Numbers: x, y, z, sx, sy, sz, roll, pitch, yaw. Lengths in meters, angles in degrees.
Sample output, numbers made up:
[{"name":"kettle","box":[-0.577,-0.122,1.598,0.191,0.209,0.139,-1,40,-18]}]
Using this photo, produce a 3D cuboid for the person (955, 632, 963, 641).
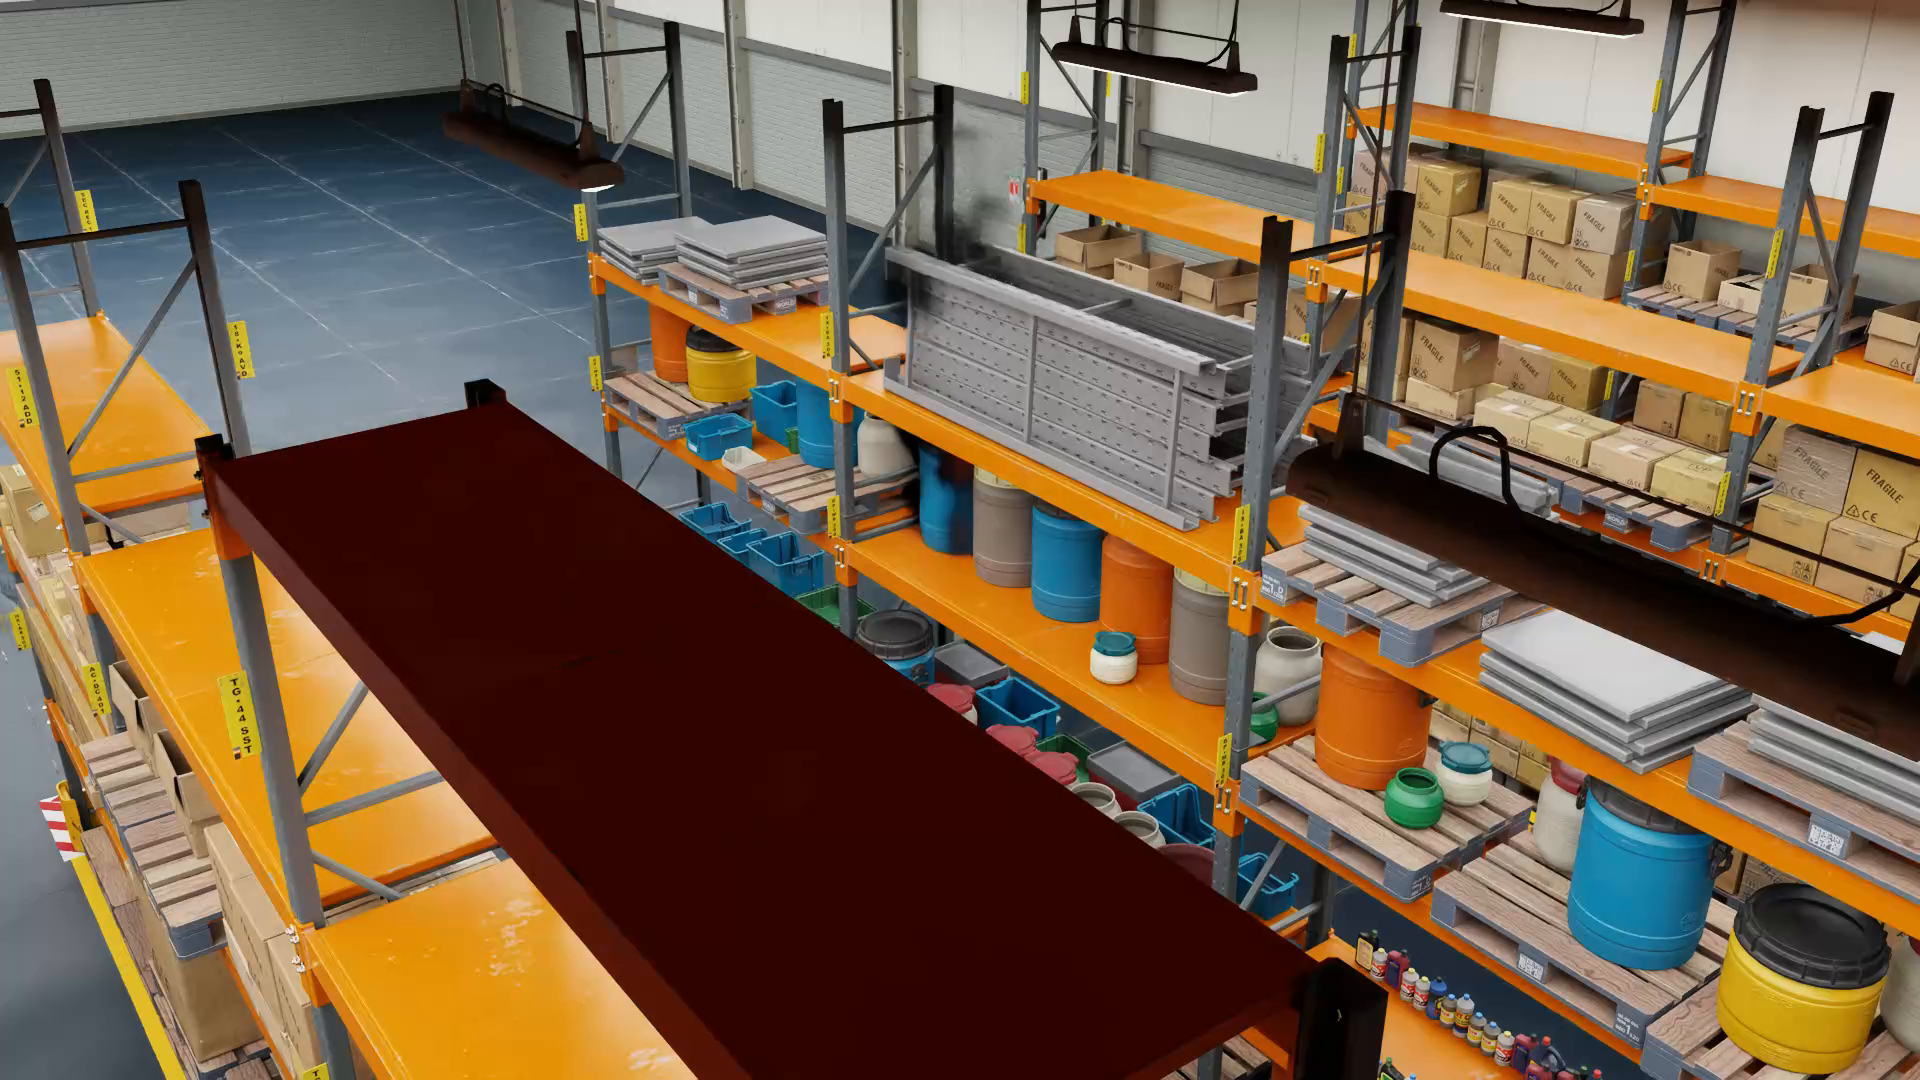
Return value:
[{"name":"person","box":[0.081,0.674,15.330,0.949,1.792,0.701,21,32,37]}]

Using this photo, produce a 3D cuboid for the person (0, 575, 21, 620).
[{"name":"person","box":[-9.974,0.083,16.667,0.935,1.781,0.654,-4,25,-9]}]
